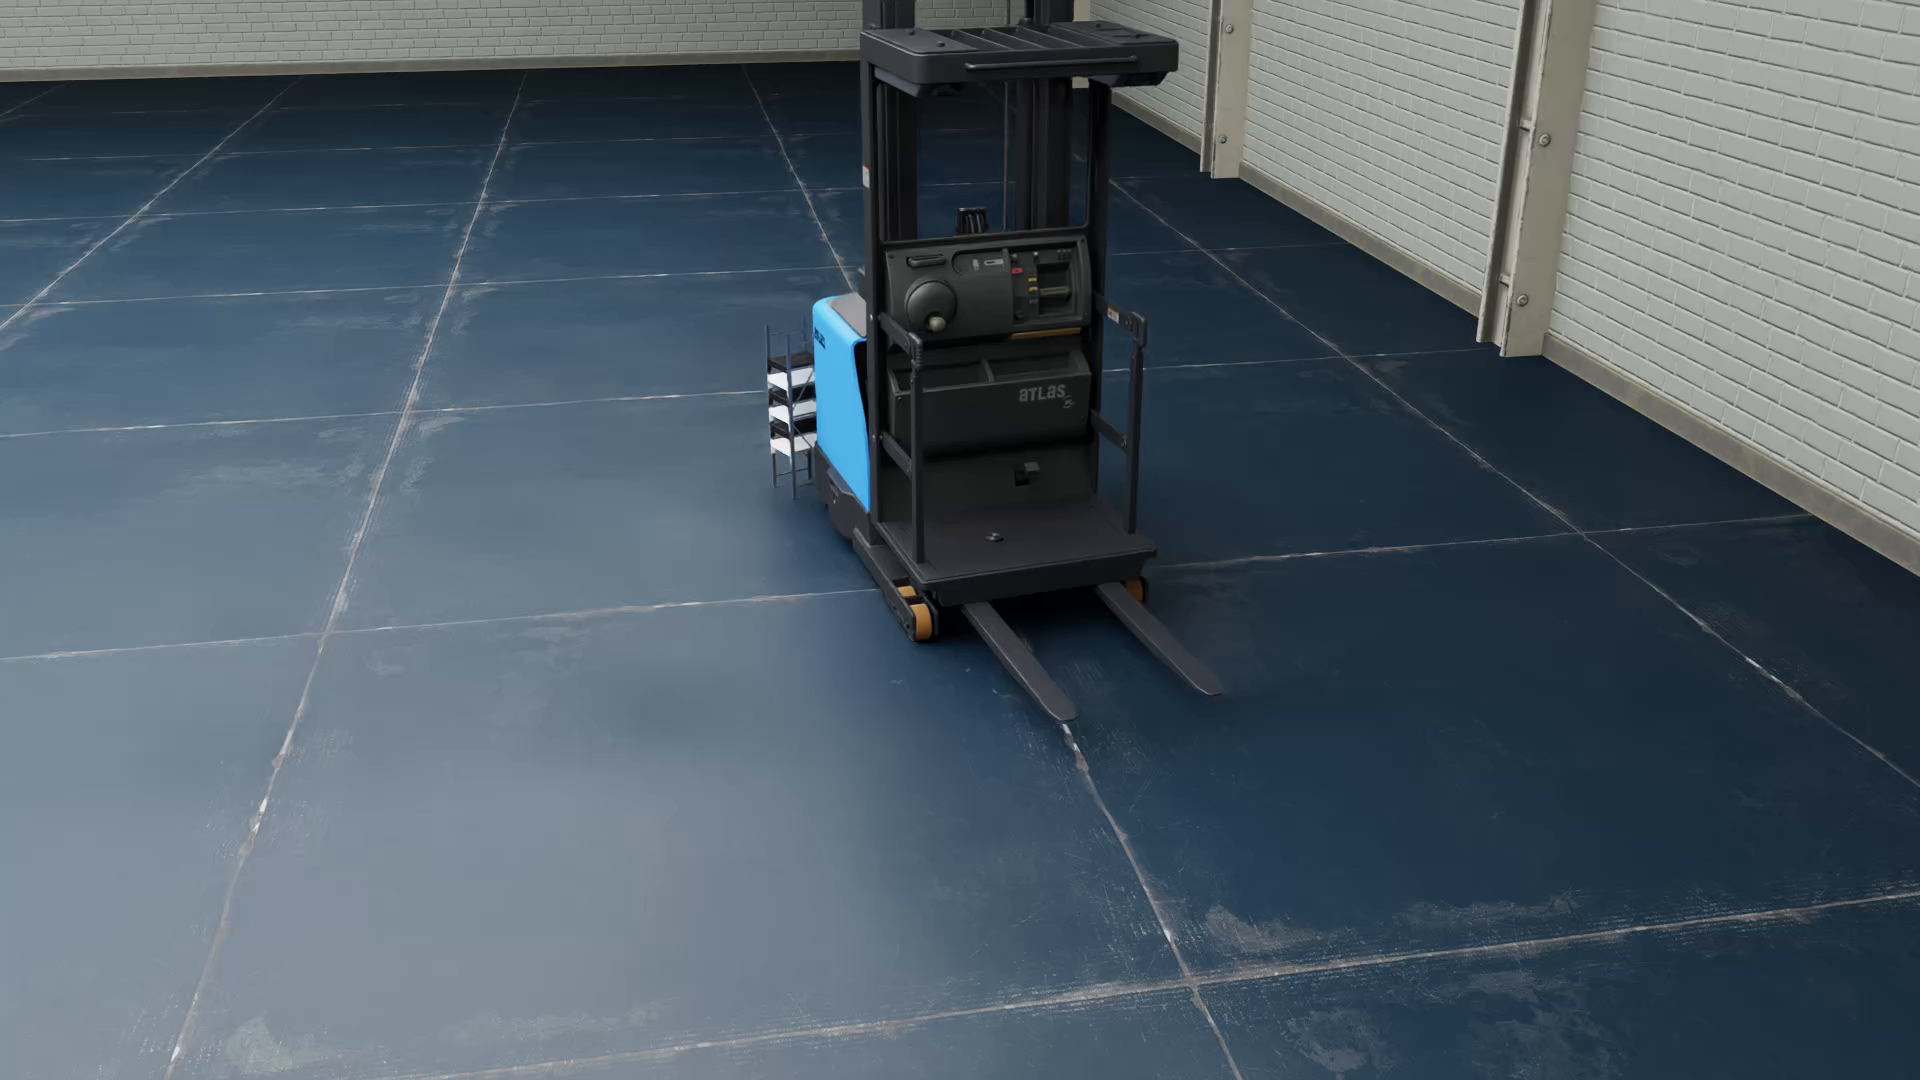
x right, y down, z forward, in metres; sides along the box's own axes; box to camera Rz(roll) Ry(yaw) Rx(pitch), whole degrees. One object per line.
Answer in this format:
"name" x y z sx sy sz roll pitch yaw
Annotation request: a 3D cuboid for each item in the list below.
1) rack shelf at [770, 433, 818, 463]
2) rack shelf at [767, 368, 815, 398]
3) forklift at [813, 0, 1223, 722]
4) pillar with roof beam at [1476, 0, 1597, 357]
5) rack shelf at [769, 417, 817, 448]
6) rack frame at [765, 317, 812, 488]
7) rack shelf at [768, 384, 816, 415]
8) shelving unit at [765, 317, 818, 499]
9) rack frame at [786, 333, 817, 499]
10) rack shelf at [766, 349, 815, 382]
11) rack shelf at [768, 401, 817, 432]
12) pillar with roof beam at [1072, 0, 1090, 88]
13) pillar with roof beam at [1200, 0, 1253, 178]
"rack shelf" -0.841 -0.492 8.785 0.258 0.077 0.200 -16 28 -33
"rack shelf" -0.841 -0.822 8.641 0.258 0.077 0.200 -16 28 -33
"forklift" 0.203 -1.084 7.071 1.130 2.935 3.031 -8 25 -17
"pillar with roof beam" -0.513 -5.107 8.701 9.100 9.000 0.400 -4 24 -10
"rack shelf" -0.841 -0.574 8.749 0.258 0.077 0.200 -16 28 -33
"rack frame" -0.901 -0.720 8.775 0.240 0.900 0.006 -16 28 -33
"rack shelf" -0.841 -0.739 8.677 0.258 0.077 0.200 -16 28 -33
"shelving unit" -0.841 -0.687 8.700 0.258 0.900 0.210 -16 28 -33
"rack frame" -0.781 -0.655 8.625 0.240 0.900 0.006 -16 28 -33
"rack shelf" -0.841 -0.904 8.605 0.258 0.077 0.200 -16 28 -33
"rack shelf" -0.841 -0.657 8.713 0.258 0.077 0.200 -16 28 -33
"pillar with roof beam" -2.732 -9.827 19.508 9.100 9.000 0.400 -4 24 -10
"pillar with roof beam" -1.623 -7.467 14.105 9.100 9.000 0.400 -4 24 -10
